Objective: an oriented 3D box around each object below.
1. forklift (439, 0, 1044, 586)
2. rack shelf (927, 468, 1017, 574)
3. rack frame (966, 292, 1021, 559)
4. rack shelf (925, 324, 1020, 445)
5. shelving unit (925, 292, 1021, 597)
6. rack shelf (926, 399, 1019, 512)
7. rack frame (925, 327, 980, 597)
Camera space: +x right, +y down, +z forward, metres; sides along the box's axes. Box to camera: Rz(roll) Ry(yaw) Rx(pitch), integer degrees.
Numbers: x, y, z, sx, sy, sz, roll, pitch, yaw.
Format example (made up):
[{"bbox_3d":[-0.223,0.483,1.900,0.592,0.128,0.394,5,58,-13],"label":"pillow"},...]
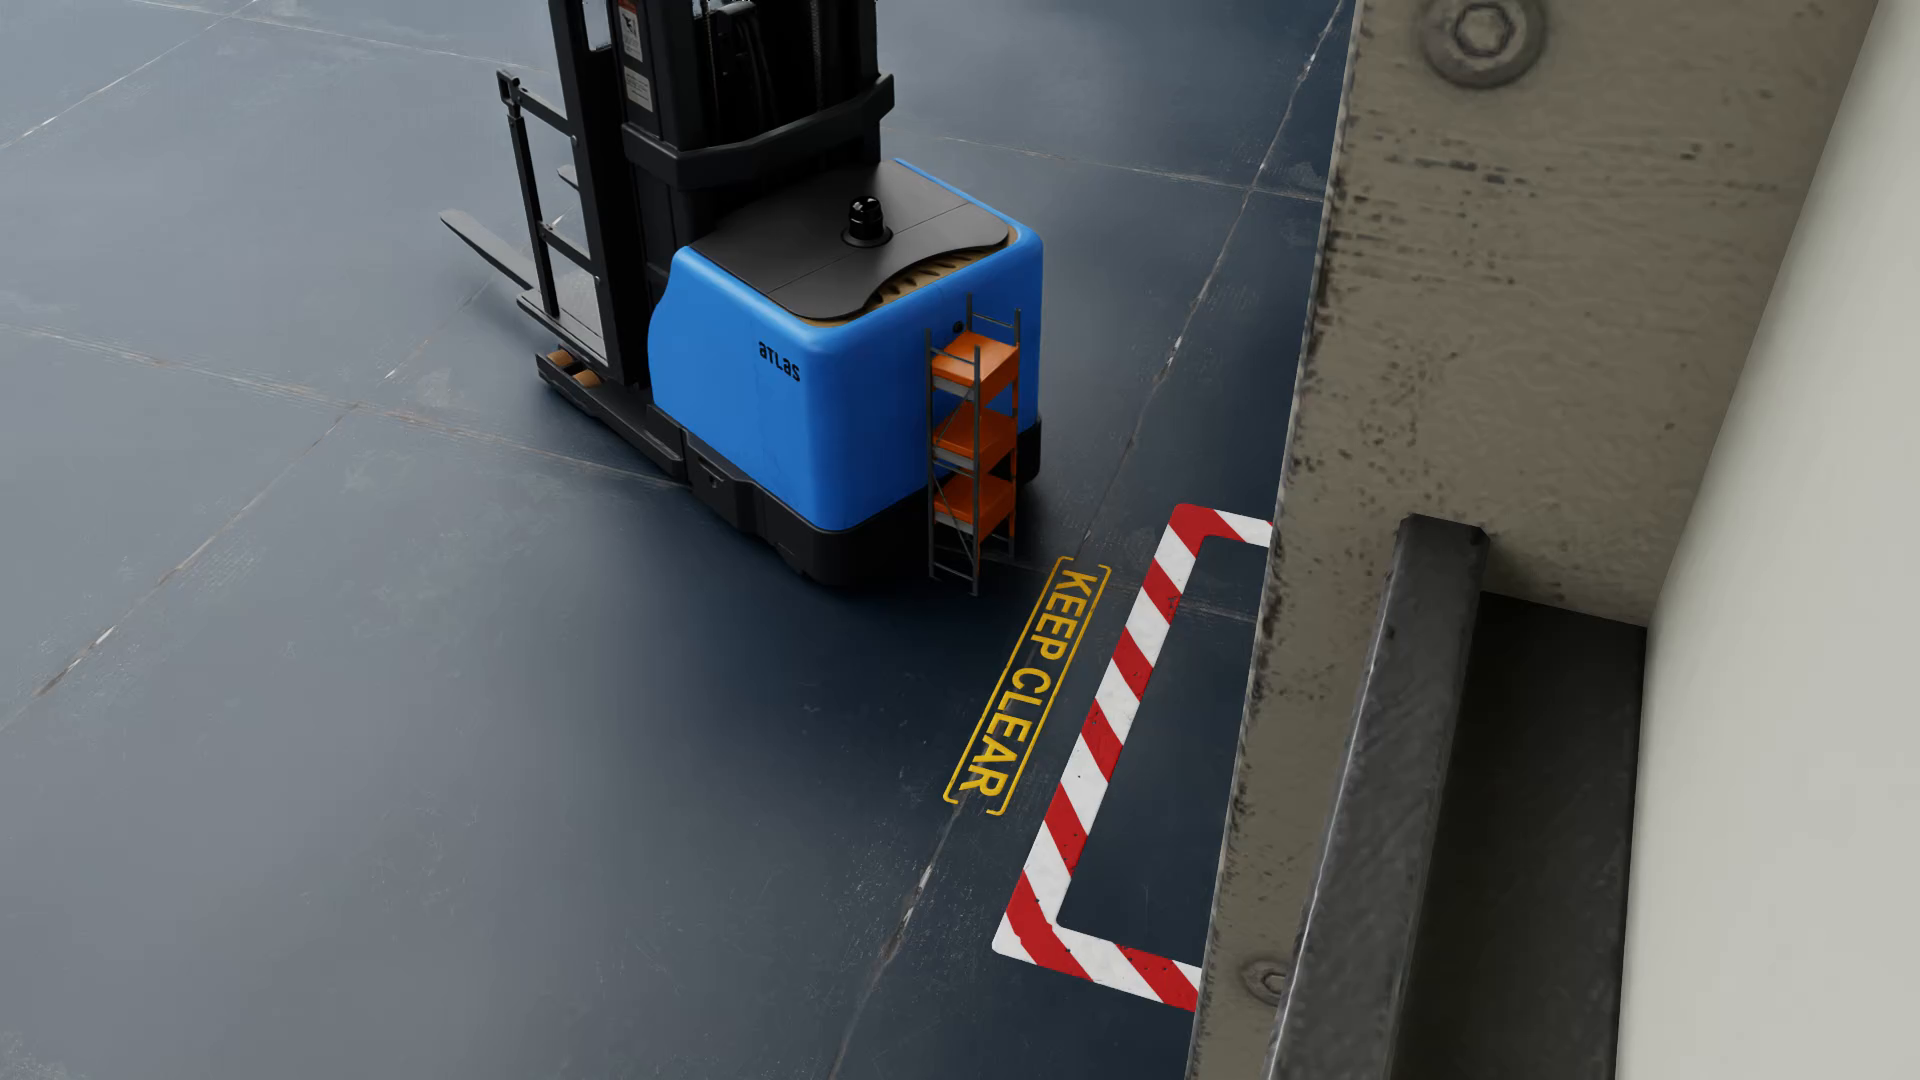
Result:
[{"bbox_3d":[-1.063,-1.826,5.944,1.130,2.935,3.031,-31,49,-31],"label":"forklift"},{"bbox_3d":[0.043,-0.082,5.793,0.215,0.259,0.240,23,45,24],"label":"rack shelf"},{"bbox_3d":[0.108,-0.368,5.684,0.200,1.050,0.008,23,45,24],"label":"rack frame"},{"bbox_3d":[0.042,-0.509,5.428,0.215,0.259,0.240,23,45,24],"label":"rack shelf"},{"bbox_3d":[0.042,-0.301,5.605,0.215,1.050,0.252,23,45,24],"label":"shelving unit"},{"bbox_3d":[0.042,-0.293,5.612,0.215,0.259,0.240,23,45,24],"label":"rack shelf"},{"bbox_3d":[-0.023,-0.234,5.527,0.200,1.050,0.008,23,45,24],"label":"rack frame"}]
